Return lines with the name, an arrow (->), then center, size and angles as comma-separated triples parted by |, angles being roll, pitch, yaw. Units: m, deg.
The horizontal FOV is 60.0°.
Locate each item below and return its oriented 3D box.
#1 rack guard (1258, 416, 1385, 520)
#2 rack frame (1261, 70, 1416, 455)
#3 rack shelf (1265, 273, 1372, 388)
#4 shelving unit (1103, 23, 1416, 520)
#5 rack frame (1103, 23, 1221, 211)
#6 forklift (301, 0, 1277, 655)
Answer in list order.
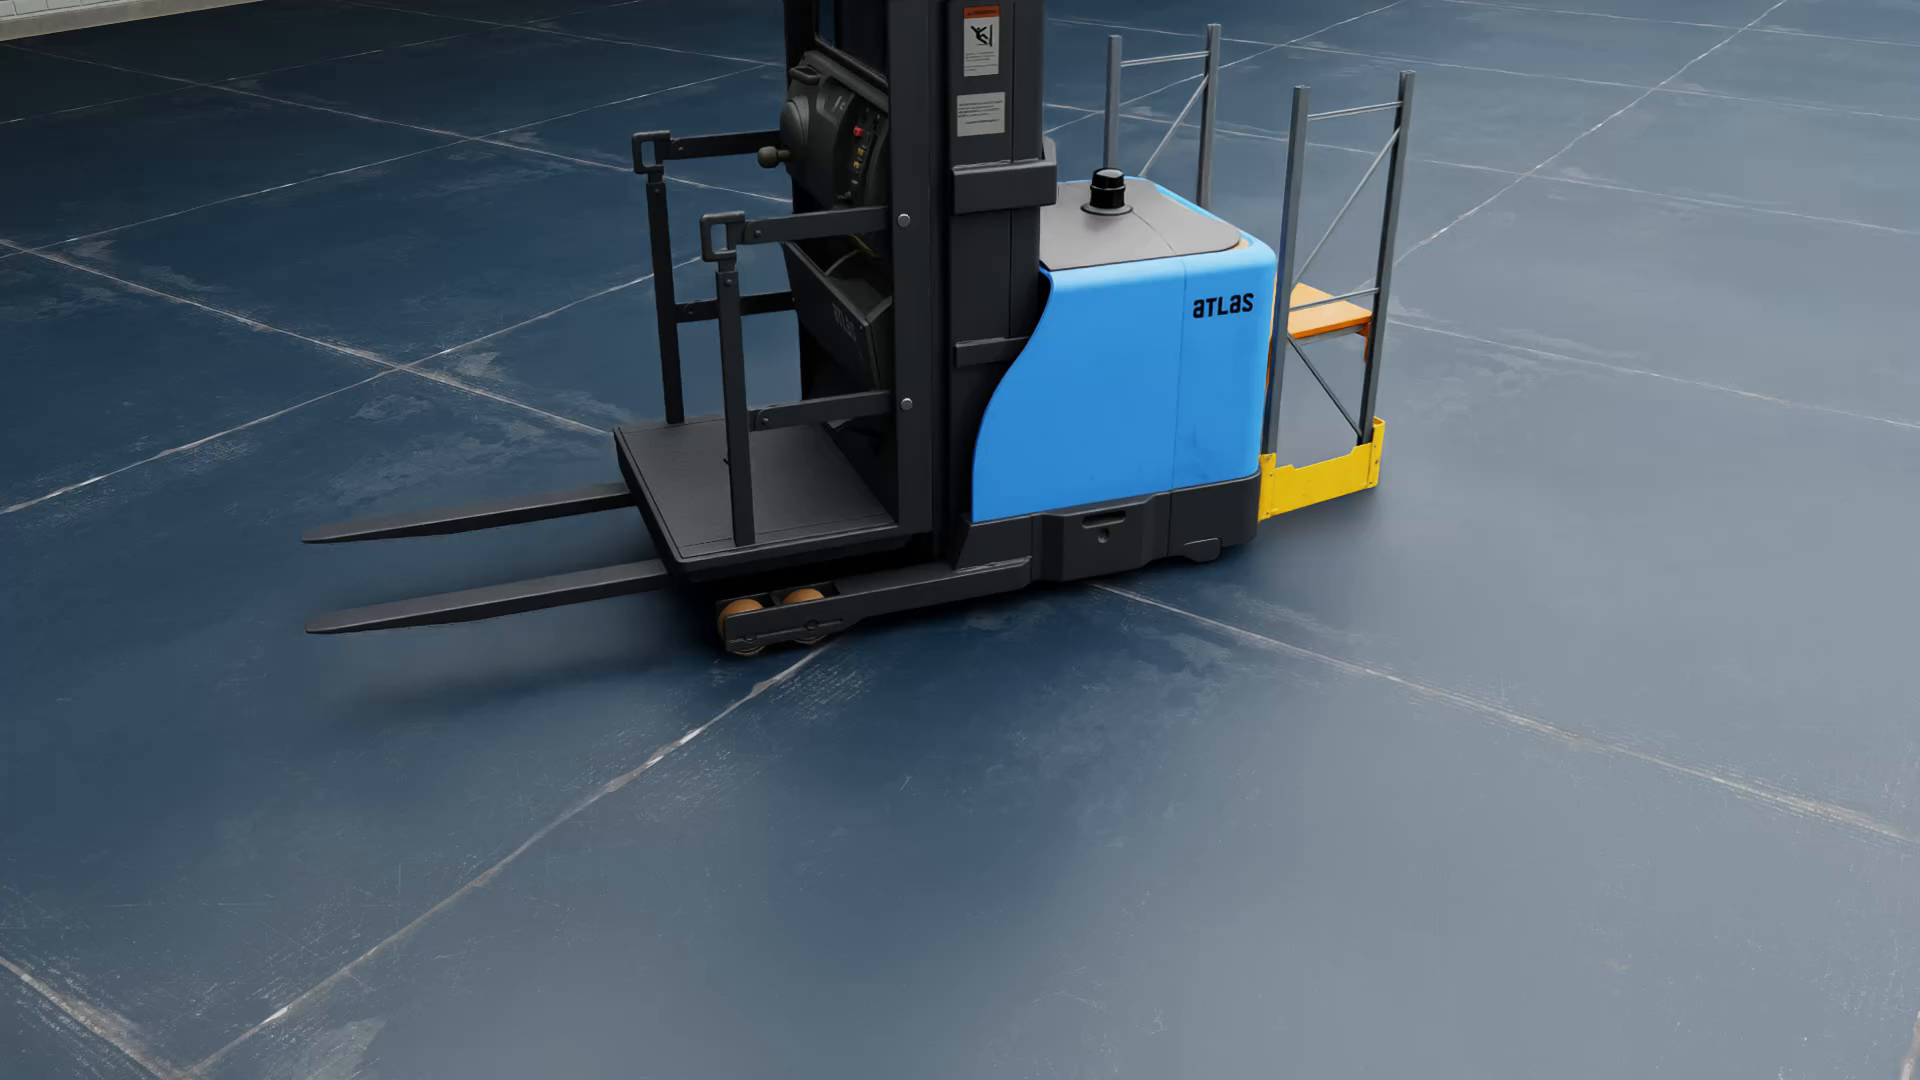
rack guard -> 1.279, -0.263, 5.991 | 0.587, 0.250, 0.087 | -15, 31, -27
rack frame -> 1.280, -0.820, 5.707 | 0.500, 1.500, 0.032 | -15, 31, -27
rack shelf -> 1.019, -0.857, 6.178 | 0.538, 0.185, 1.000 | -15, 31, -27
shelving unit -> 1.024, -1.014, 6.089 | 0.587, 1.500, 1.083 | -15, 31, -27
rack frame -> 0.759, -1.216, 6.485 | 0.500, 1.500, 0.032 | -15, 31, -27
forklift -> -0.565, -1.227, 4.929 | 3.031, 2.935, 1.130 | -10, 29, -18
